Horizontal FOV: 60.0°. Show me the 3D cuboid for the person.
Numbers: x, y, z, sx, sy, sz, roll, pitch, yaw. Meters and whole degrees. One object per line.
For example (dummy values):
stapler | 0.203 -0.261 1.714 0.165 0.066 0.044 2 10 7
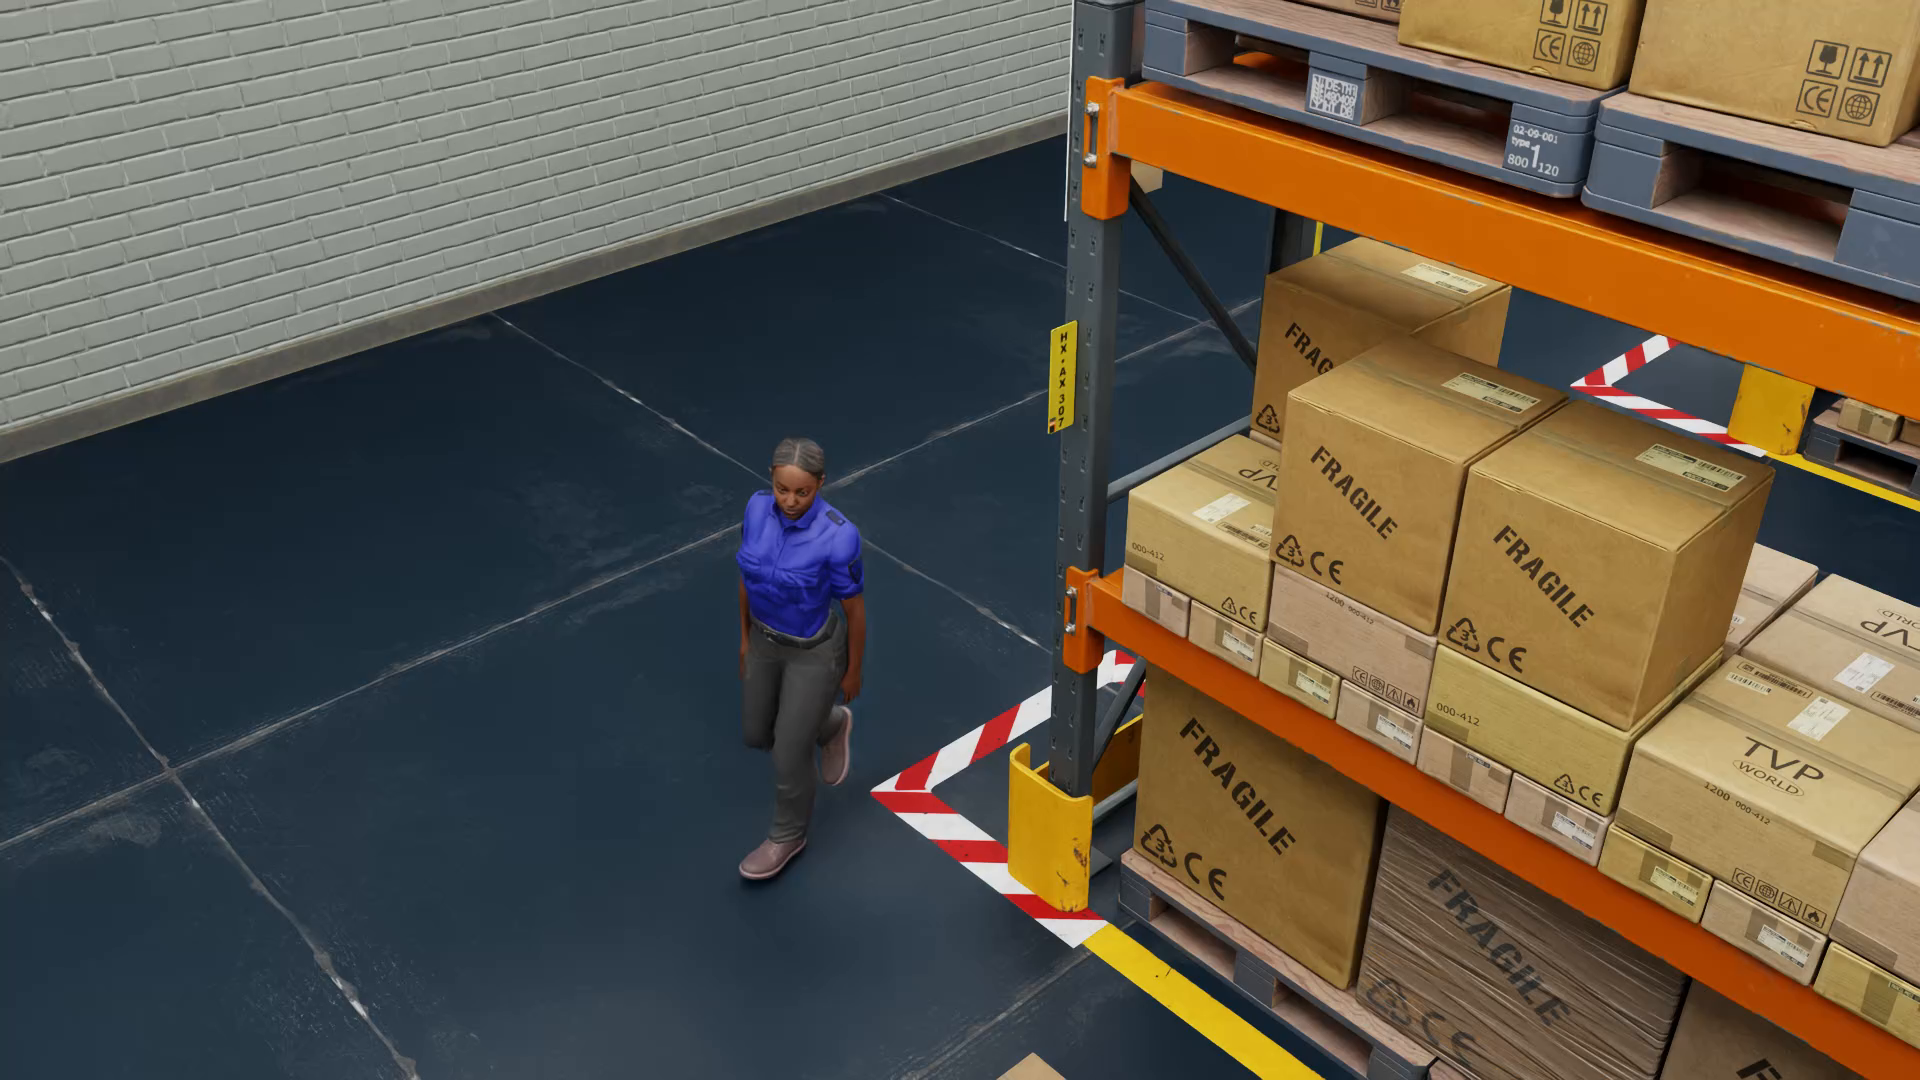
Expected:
person | -0.513 0.356 5.547 0.453 1.632 0.695 21 37 30
